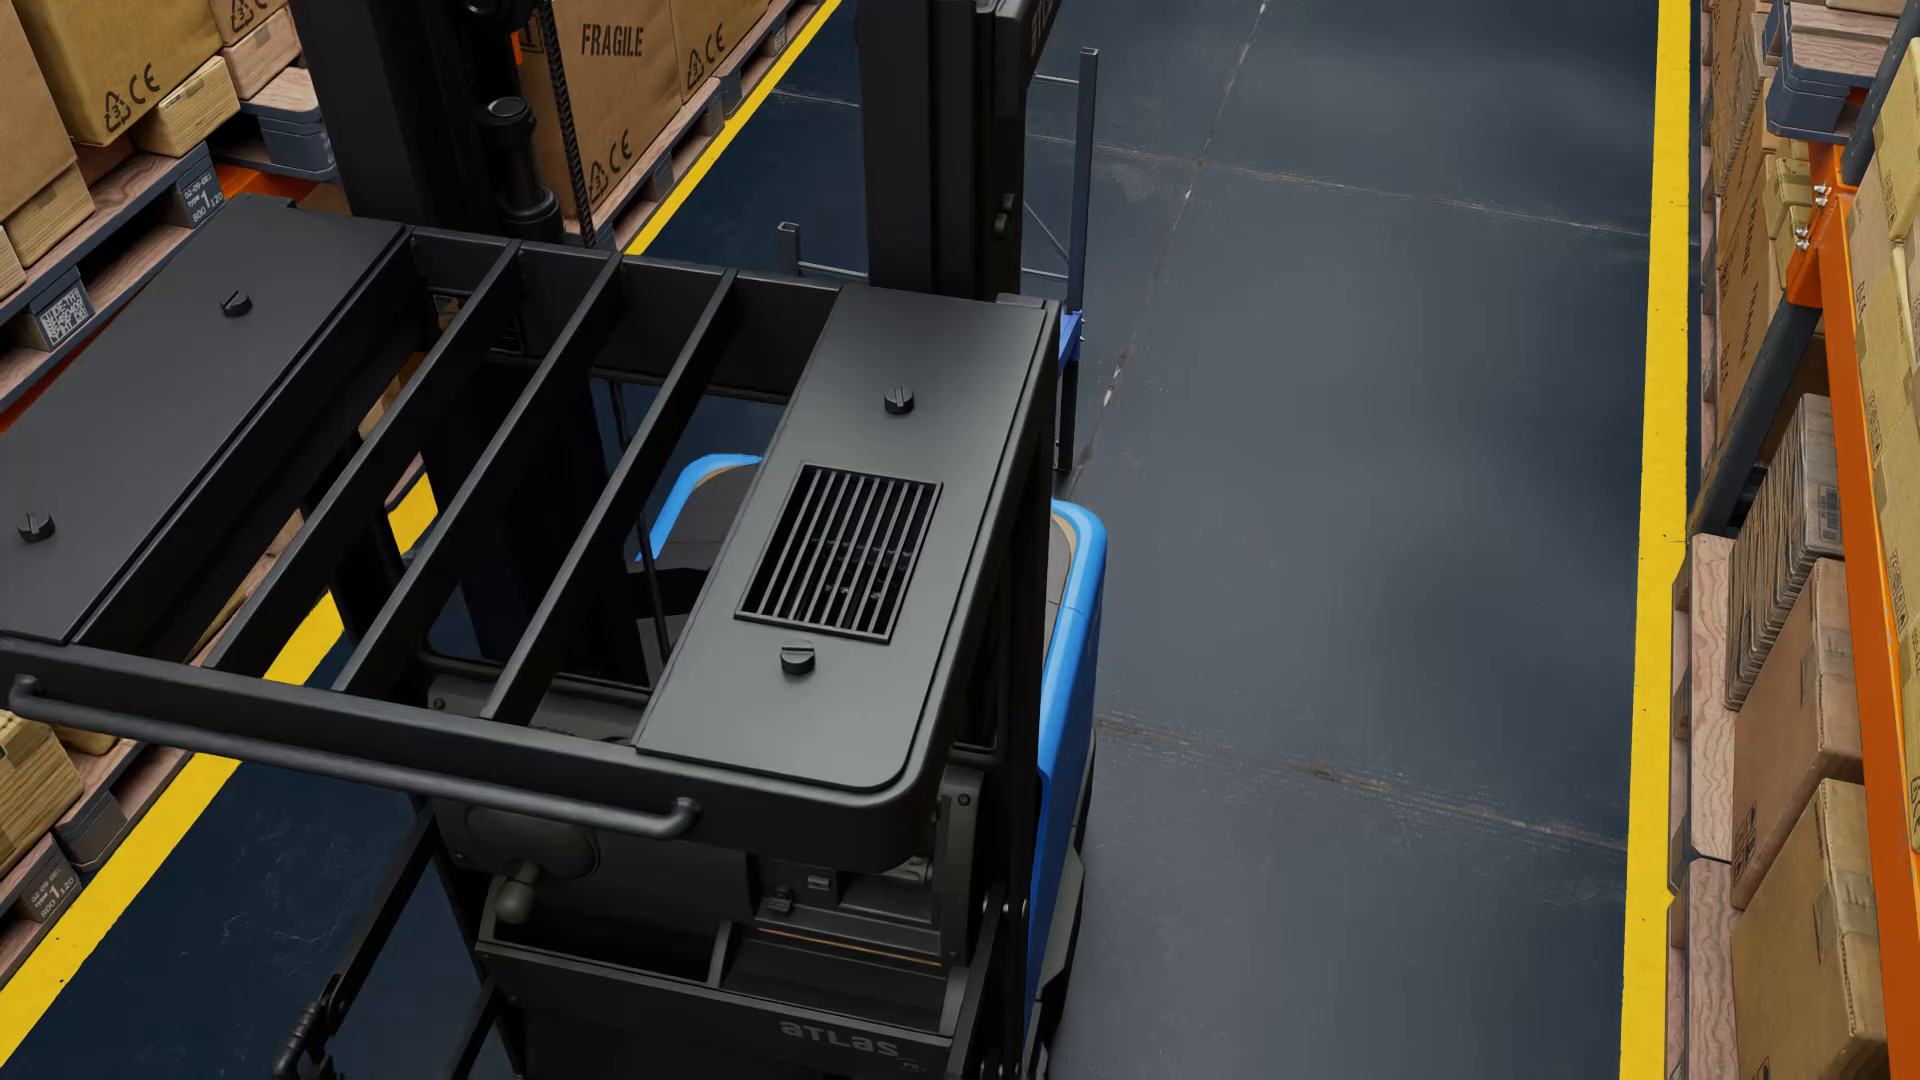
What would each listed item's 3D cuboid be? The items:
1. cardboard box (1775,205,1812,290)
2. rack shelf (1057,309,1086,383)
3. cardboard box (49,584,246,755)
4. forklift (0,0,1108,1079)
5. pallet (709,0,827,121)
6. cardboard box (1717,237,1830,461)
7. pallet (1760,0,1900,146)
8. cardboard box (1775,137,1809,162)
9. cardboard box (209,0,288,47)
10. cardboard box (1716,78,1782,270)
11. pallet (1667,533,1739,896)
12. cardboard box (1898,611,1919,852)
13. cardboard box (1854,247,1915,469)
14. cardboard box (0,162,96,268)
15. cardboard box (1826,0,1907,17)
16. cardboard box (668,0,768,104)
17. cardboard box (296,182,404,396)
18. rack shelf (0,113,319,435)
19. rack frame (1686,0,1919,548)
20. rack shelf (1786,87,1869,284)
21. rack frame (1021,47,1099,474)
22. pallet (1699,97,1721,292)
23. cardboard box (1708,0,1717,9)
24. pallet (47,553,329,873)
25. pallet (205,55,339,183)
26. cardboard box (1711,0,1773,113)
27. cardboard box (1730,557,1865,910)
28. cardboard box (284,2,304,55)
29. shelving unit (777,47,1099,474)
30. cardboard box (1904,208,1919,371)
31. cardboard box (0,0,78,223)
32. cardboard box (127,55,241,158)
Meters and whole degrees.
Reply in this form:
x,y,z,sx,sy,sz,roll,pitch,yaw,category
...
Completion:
x,y,z,sx,sy,sz,roll,pitch,yaw,category
2.684,-0.854,5.002,0.380,0.149,0.250,10,45,11,cardboard box
-0.026,-0.351,4.793,0.538,0.185,1.000,13,46,13,rack shelf
-2.587,0.130,4.551,0.950,0.372,0.625,14,46,14,cardboard box
-0.473,0.574,2.568,1.130,2.935,3.031,9,45,9,forklift
-1.274,-2.355,7.506,1.003,0.211,1.213,13,46,13,pallet
2.699,-0.567,5.172,0.500,0.500,0.500,14,46,14,cardboard box
2.915,-1.381,4.654,1.213,0.211,1.003,13,46,13,pallet
2.859,-1.209,5.364,0.380,0.149,0.250,11,45,11,cardboard box
-1.974,-1.615,4.171,0.500,0.500,0.500,12,46,12,cardboard box
3.017,-1.248,5.867,0.500,0.500,0.500,14,46,14,cardboard box
2.490,0.554,4.533,1.003,0.211,1.213,13,46,13,pallet
1.944,0.339,2.866,0.500,0.250,0.500,14,46,14,cardboard box
2.252,-0.351,3.571,0.500,0.250,0.500,12,46,12,cardboard box
-2.224,-0.774,3.776,0.380,0.149,0.250,11,45,11,cardboard box
2.609,-1.562,4.581,0.380,0.149,0.250,13,46,13,cardboard box
-1.393,-2.459,6.837,0.875,0.875,0.875,13,46,13,cardboard box
-2.136,-0.868,5.571,0.950,0.372,0.625,10,45,10,cardboard box
-2.561,-0.442,4.071,1.077,0.370,4.000,13,46,13,rack shelf
2.776,-0.983,4.110,1.000,3.000,0.127,13,46,13,rack frame
3.382,-2.059,5.724,1.077,0.370,4.000,13,46,13,rack shelf
0.128,-0.818,5.014,0.500,1.500,0.032,13,46,13,rack frame
3.410,-1.286,6.414,1.003,0.211,1.213,13,46,13,pallet
3.627,-2.631,7.281,0.500,0.500,0.500,14,46,14,cardboard box
-2.565,0.296,4.797,1.003,0.211,1.213,13,46,13,pallet
-2.070,-1.466,4.740,1.213,0.211,1.003,13,46,13,pallet
3.319,-1.942,6.577,0.500,0.500,0.500,11,45,11,cardboard box
2.384,0.566,3.925,0.875,0.625,0.625,14,46,14,cardboard box
-1.876,-1.452,4.469,0.380,0.149,0.250,12,46,12,cardboard box
-0.026,-0.479,4.667,0.538,1.500,1.048,13,46,13,shelving unit
2.256,-0.531,3.397,0.500,0.250,0.500,14,46,14,cardboard box
-2.292,-0.915,3.456,0.500,0.500,0.500,11,45,11,cardboard box
-2.030,-1.100,4.109,0.380,0.149,0.250,13,46,13,cardboard box
